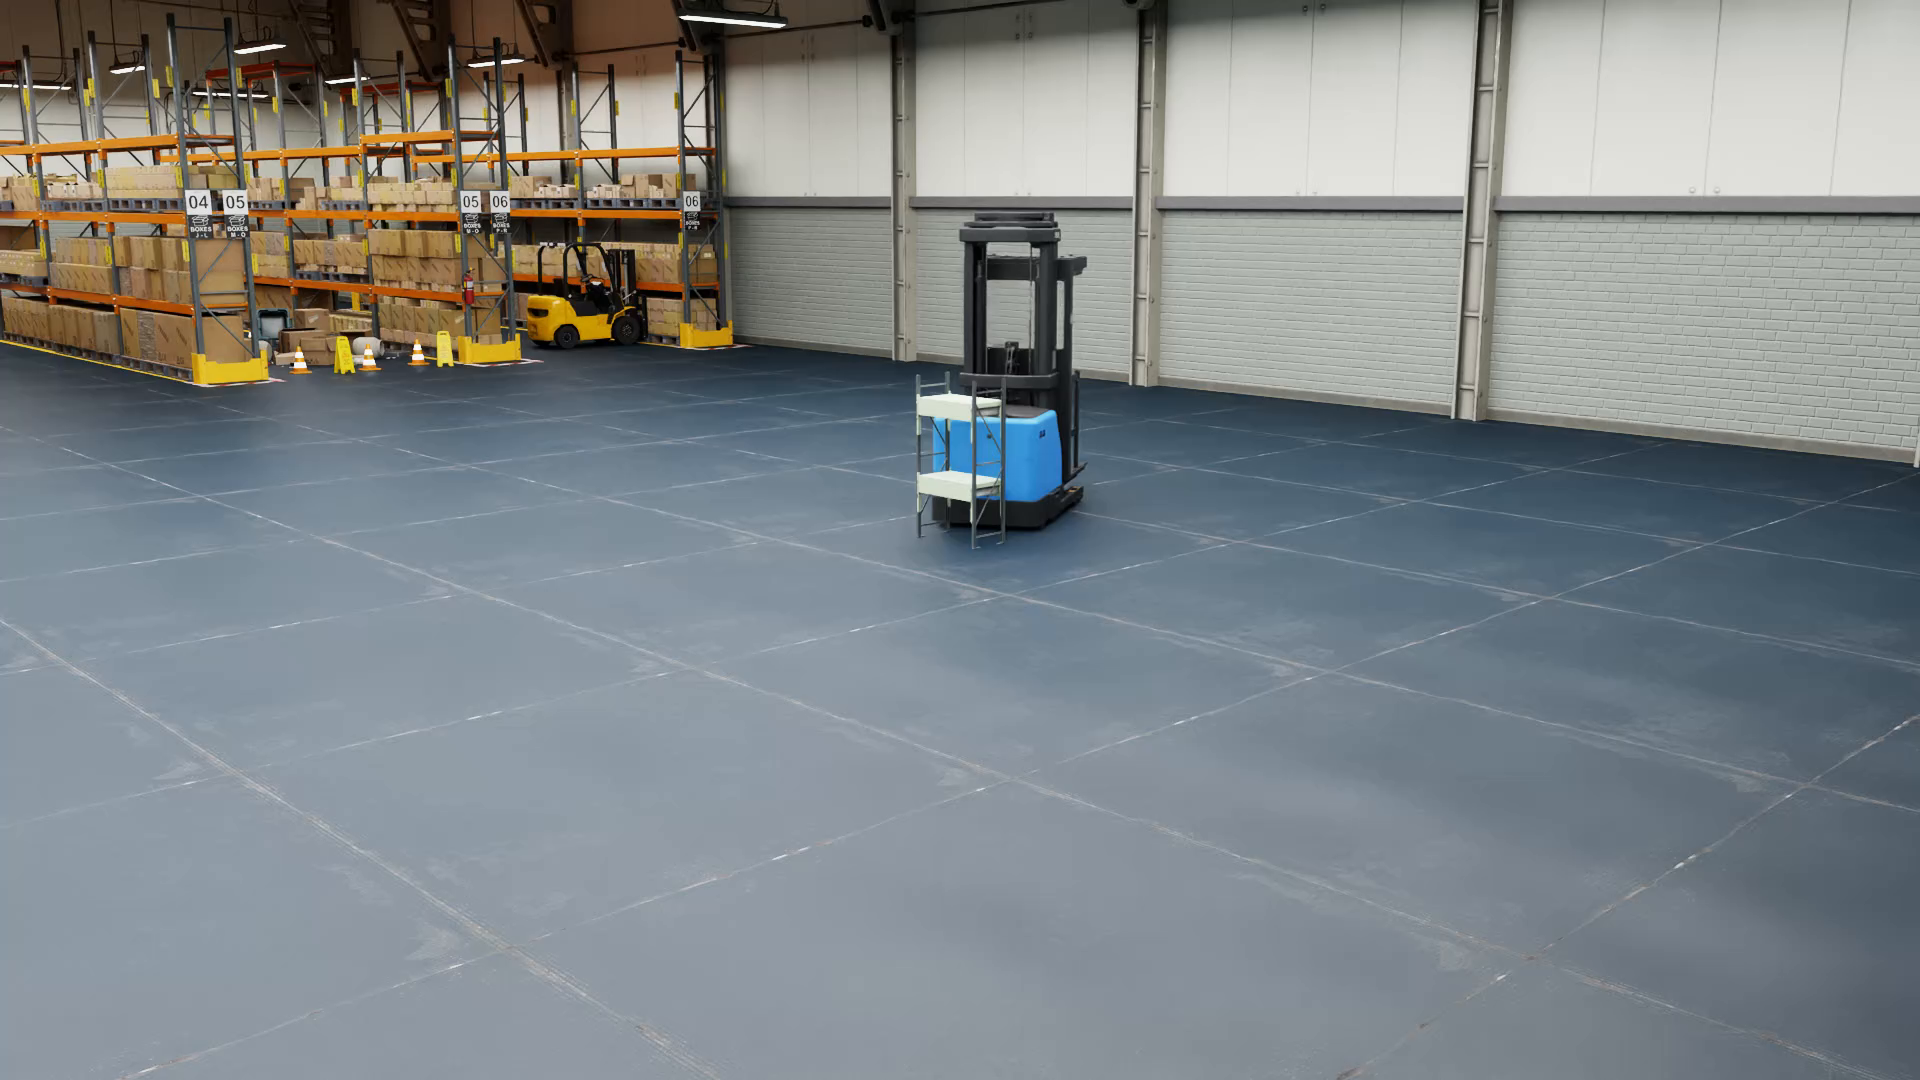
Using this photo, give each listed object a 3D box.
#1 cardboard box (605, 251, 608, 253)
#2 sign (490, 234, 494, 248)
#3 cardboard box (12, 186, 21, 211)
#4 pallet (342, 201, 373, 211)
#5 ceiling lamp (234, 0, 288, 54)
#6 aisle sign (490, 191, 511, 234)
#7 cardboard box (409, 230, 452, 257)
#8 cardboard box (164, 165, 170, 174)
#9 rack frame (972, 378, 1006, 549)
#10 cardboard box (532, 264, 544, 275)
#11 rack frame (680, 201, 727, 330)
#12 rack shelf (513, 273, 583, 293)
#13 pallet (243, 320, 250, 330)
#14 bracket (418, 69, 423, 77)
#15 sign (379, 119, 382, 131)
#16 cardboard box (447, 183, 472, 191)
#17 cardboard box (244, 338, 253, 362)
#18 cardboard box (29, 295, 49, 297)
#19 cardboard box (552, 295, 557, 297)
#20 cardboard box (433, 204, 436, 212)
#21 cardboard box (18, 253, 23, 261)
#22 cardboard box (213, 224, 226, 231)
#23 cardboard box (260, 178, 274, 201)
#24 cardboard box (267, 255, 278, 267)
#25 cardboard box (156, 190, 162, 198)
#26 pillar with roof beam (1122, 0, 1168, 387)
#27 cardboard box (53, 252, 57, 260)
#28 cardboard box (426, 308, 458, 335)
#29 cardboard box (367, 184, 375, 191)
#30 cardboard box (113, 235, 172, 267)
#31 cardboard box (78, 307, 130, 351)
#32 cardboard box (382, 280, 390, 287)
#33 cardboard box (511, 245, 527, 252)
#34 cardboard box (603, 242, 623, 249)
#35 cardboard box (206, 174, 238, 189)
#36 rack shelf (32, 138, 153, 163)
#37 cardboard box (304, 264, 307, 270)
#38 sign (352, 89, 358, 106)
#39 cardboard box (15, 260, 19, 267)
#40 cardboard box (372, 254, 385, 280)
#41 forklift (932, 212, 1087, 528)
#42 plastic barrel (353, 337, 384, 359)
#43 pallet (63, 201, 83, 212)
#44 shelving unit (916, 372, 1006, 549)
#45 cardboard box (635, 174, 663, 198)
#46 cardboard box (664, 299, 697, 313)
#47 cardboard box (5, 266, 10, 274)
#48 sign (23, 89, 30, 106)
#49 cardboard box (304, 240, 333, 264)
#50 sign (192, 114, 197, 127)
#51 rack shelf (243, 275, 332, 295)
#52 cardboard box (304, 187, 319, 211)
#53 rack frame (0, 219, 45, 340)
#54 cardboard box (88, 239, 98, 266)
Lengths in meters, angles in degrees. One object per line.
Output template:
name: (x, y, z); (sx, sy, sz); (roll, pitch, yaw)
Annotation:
cardboard box: (-7.615, -6.339, 36.730); (0.380, 0.149, 0.250); (-10, 16, -41)
sign: (-11.290, -7.209, 40.133); (0.100, 0.325, 0.005); (-11, 16, -43)
cardboard box: (-19.277, -7.071, 34.458); (0.500, 0.500, 0.500); (-11, 16, -43)
pallet: (-12.078, -6.964, 34.648); (1.213, 0.211, 1.003); (-11, 16, -43)
ceiling lamp: (-13.216, -10.955, 31.655); (0.800, 3.185, 2.000); (-11, 16, -43)
aisle sign: (-8.699, -6.205, 31.492); (0.394, 0.787, 0.004); (-11, 16, -43)
cardboard box: (-10.248, -5.761, 32.317); (0.700, 0.500, 0.500); (-11, 16, -43)
cardboard box: (-13.126, -6.223, 27.946); (0.380, 0.149, 0.250); (-11, 16, -42)
rack frame: (0.257, -0.680, 14.835); (0.400, 1.500, 0.023); (-11, 16, -43)
cardboard box: (-9.713, -6.361, 39.063); (0.500, 0.250, 0.500); (-10, 15, -41)
rack frame: (-5.379, -5.590, 34.949); (1.000, 3.000, 0.127); (-11, 16, -43)
rack shelf: (-9.523, -6.113, 39.272); (1.077, 0.370, 4.000); (-11, 16, -43)
pallet: (-16.666, -5.181, 39.875); (1.003, 0.211, 1.213); (-11, 16, -43)
bracket: (-14.038, -12.281, 43.637); (0.235, 0.232, 0.430); (-11, 16, -43)
sign: (-16.013, -11.473, 45.928); (0.100, 0.325, 0.005); (-11, 16, -43)
cardboard box: (-9.414, -6.643, 31.271); (0.380, 0.149, 0.250); (-11, 16, -42)
cardboard box: (-13.425, -3.470, 30.849); (0.500, 0.500, 0.500); (-8, 14, -33)
cardboard box: (-20.067, -5.220, 36.447); (0.500, 0.250, 0.500); (11, 16, 44)
cardboard box: (-9.040, -5.405, 38.896); (0.875, 0.625, 0.625); (-11, 16, -43)
cardboard box: (-9.896, -6.378, 31.965); (0.380, 0.149, 0.250); (-11, 16, -42)
cardboard box: (-19.211, -5.856, 34.348); (0.380, 0.149, 0.250); (-10, 15, -41)
cardboard box: (-17.696, -7.506, 39.916); (0.380, 0.149, 0.250); (-11, 16, -44)
cardboard box: (-15.312, -7.907, 37.473); (0.500, 0.500, 0.700); (11, 16, 42)
cardboard box: (-15.366, -6.346, 37.752); (0.500, 0.250, 0.500); (11, 16, 44)
cardboard box: (-13.477, -5.906, 28.385); (0.380, 0.149, 0.250); (-11, 16, -42)
pillar with roof beam: (-0.035, -6.404, 24.034); (9.100, 9.000, 0.548); (-11, 16, -43)
cardboard box: (-18.717, -5.943, 34.771); (0.250, 0.149, 0.380); (11, 16, 43)
cardboard box: (-10.071, -4.280, 32.507); (0.500, 0.500, 0.500); (-10, 15, -40)
cardboard box: (-11.747, -7.127, 33.620); (0.380, 0.149, 0.250); (-11, 16, -44)
cardboard box: (-15.009, -5.321, 30.594); (0.875, 0.550, 0.550); (-11, 16, -43)
cardboard box: (-16.396, -4.100, 32.252); (1.050, 0.750, 0.750); (-11, 16, -43)
cardboard box: (-11.531, -5.238, 33.864); (0.380, 0.149, 0.250); (-10, 15, -41)
cardboard box: (-10.515, -6.964, 39.762); (0.380, 0.149, 0.250); (-10, 16, -41)
cardboard box: (-7.707, -6.537, 36.951); (0.380, 0.149, 0.250); (-11, 16, -44)
cardboard box: (-12.624, -6.095, 28.314); (0.500, 0.250, 0.500); (-11, 16, -43)
rack shelf: (-16.620, -7.459, 31.927); (1.077, 0.370, 4.000); (-11, 16, -43)
cardboard box: (-14.230, -6.029, 36.660); (0.250, 0.149, 0.380); (11, 16, 42)
sign: (-12.126, -8.877, 33.327); (0.100, 0.325, 0.005); (-11, 16, -43)
cardboard box: (-19.384, -5.748, 34.559); (0.380, 0.149, 0.250); (-11, 16, -43)
cardboard box: (-11.627, -5.573, 33.882); (0.500, 0.500, 0.500); (-11, 16, -43)
forklift: (0.640, -1.801, 16.730); (1.130, 2.935, 3.031); (3, 12, 16)
plastic barrel: (-11.488, -3.726, 32.288); (0.512, 0.421, 0.421); (-1, 12, -4)
pallet: (-16.744, -6.488, 32.342); (1.003, 0.211, 1.213); (-10, 15, -40)
shelving unit: (0.005, -0.734, 15.094); (0.431, 1.500, 0.755); (-11, 16, -43)
cardboard box: (-6.496, -7.557, 35.525); (0.700, 0.500, 0.500); (-11, 16, -42)
cardboard box: (-5.923, -4.962, 35.198); (0.500, 0.250, 0.500); (-10, 15, -41)
cardboard box: (-19.919, -5.716, 35.141); (0.380, 0.149, 0.250); (-11, 16, -44)
sign: (-18.387, -8.718, 32.755); (0.100, 0.325, 0.005); (-11, 16, -43)
cardboard box: (-13.983, -6.293, 36.334); (0.500, 0.500, 0.500); (-10, 15, -40)
sign: (-19.614, -10.741, 42.572); (0.100, 0.325, 0.005); (-11, 16, -43)
rack shelf: (-15.872, -6.005, 38.745); (1.077, 0.370, 4.000); (-11, 16, -43)
cardboard box: (-13.844, -7.444, 36.265); (0.700, 0.500, 0.500); (-11, 16, -43)
rack frame: (-20.764, -5.944, 36.670); (1.000, 3.000, 0.127); (-11, 16, -43)
cardboard box: (-16.292, -5.536, 31.961); (0.700, 0.500, 0.500); (-11, 16, -42)
